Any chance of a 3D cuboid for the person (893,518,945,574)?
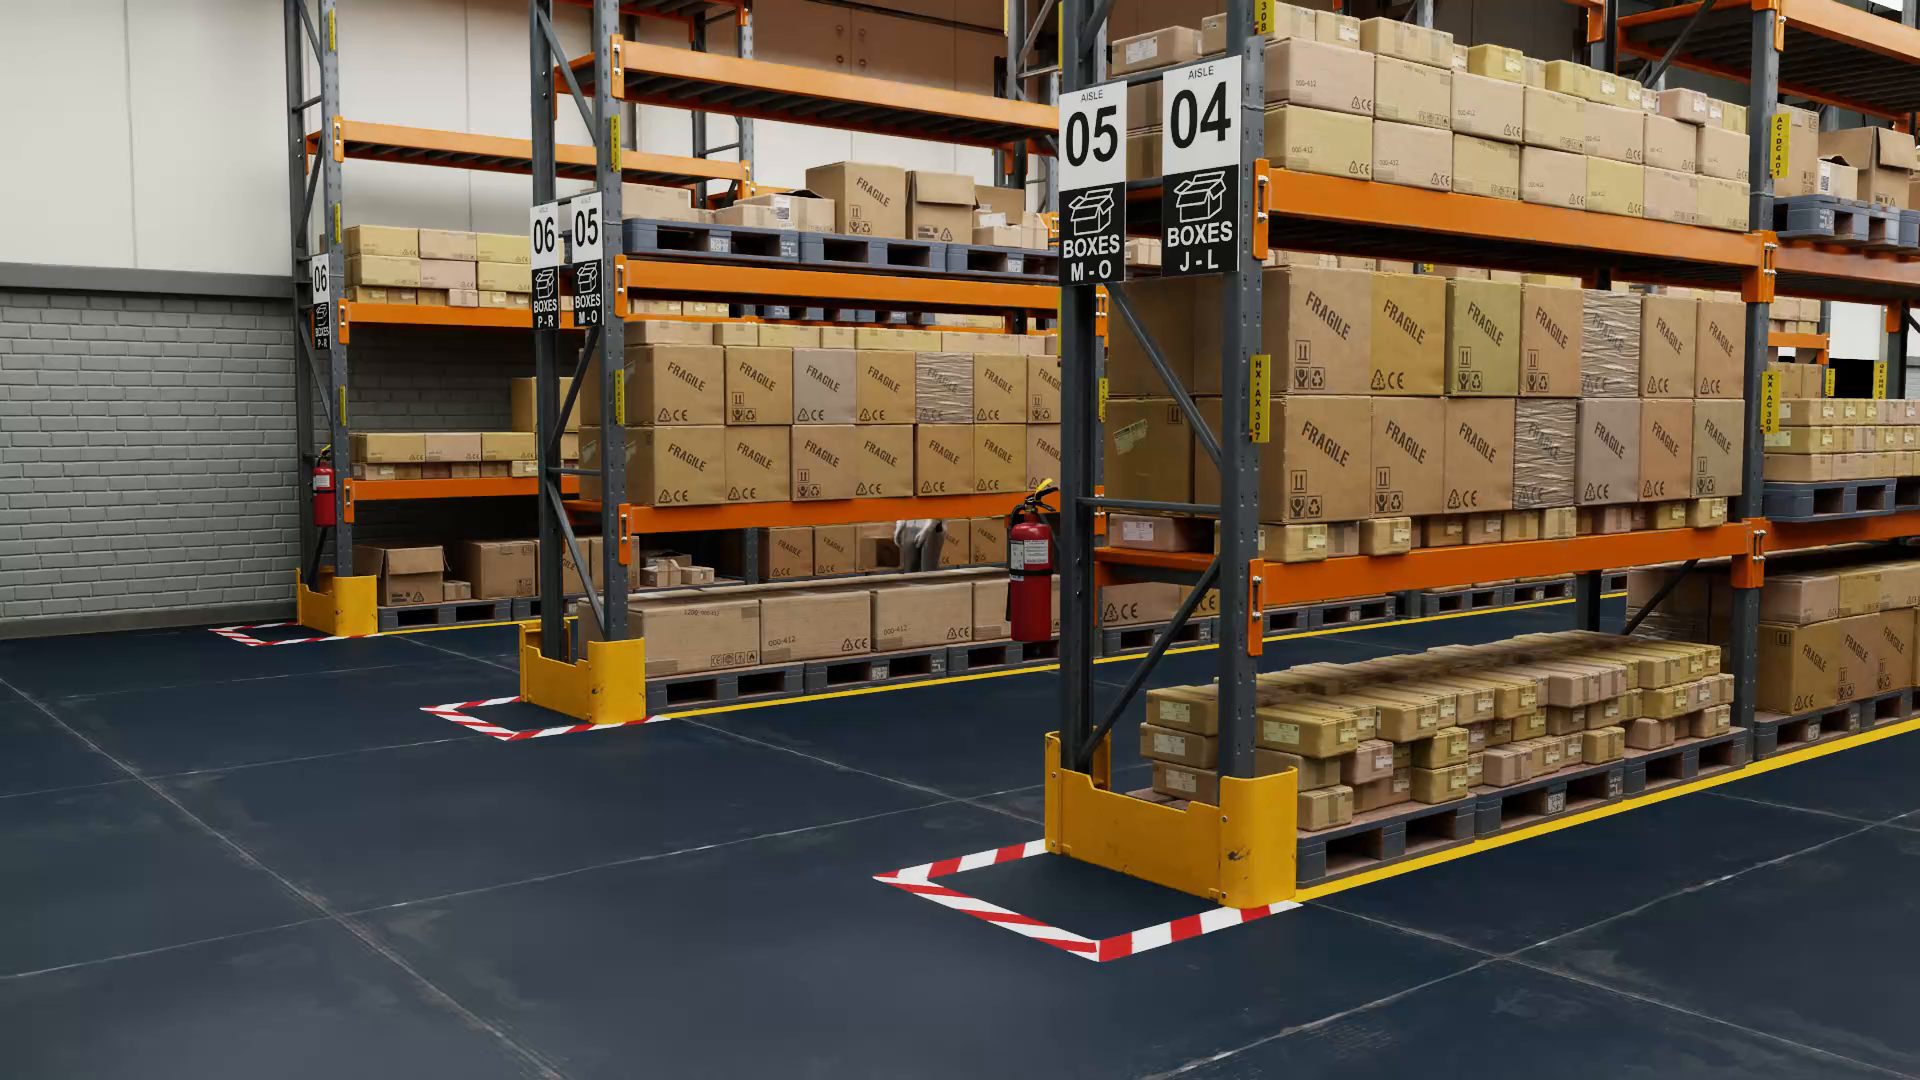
[{"bbox_3d":[-0.332,-0.039,14.125,0.355,1.680,0.502,-4,6,-40],"label":"person"}]
